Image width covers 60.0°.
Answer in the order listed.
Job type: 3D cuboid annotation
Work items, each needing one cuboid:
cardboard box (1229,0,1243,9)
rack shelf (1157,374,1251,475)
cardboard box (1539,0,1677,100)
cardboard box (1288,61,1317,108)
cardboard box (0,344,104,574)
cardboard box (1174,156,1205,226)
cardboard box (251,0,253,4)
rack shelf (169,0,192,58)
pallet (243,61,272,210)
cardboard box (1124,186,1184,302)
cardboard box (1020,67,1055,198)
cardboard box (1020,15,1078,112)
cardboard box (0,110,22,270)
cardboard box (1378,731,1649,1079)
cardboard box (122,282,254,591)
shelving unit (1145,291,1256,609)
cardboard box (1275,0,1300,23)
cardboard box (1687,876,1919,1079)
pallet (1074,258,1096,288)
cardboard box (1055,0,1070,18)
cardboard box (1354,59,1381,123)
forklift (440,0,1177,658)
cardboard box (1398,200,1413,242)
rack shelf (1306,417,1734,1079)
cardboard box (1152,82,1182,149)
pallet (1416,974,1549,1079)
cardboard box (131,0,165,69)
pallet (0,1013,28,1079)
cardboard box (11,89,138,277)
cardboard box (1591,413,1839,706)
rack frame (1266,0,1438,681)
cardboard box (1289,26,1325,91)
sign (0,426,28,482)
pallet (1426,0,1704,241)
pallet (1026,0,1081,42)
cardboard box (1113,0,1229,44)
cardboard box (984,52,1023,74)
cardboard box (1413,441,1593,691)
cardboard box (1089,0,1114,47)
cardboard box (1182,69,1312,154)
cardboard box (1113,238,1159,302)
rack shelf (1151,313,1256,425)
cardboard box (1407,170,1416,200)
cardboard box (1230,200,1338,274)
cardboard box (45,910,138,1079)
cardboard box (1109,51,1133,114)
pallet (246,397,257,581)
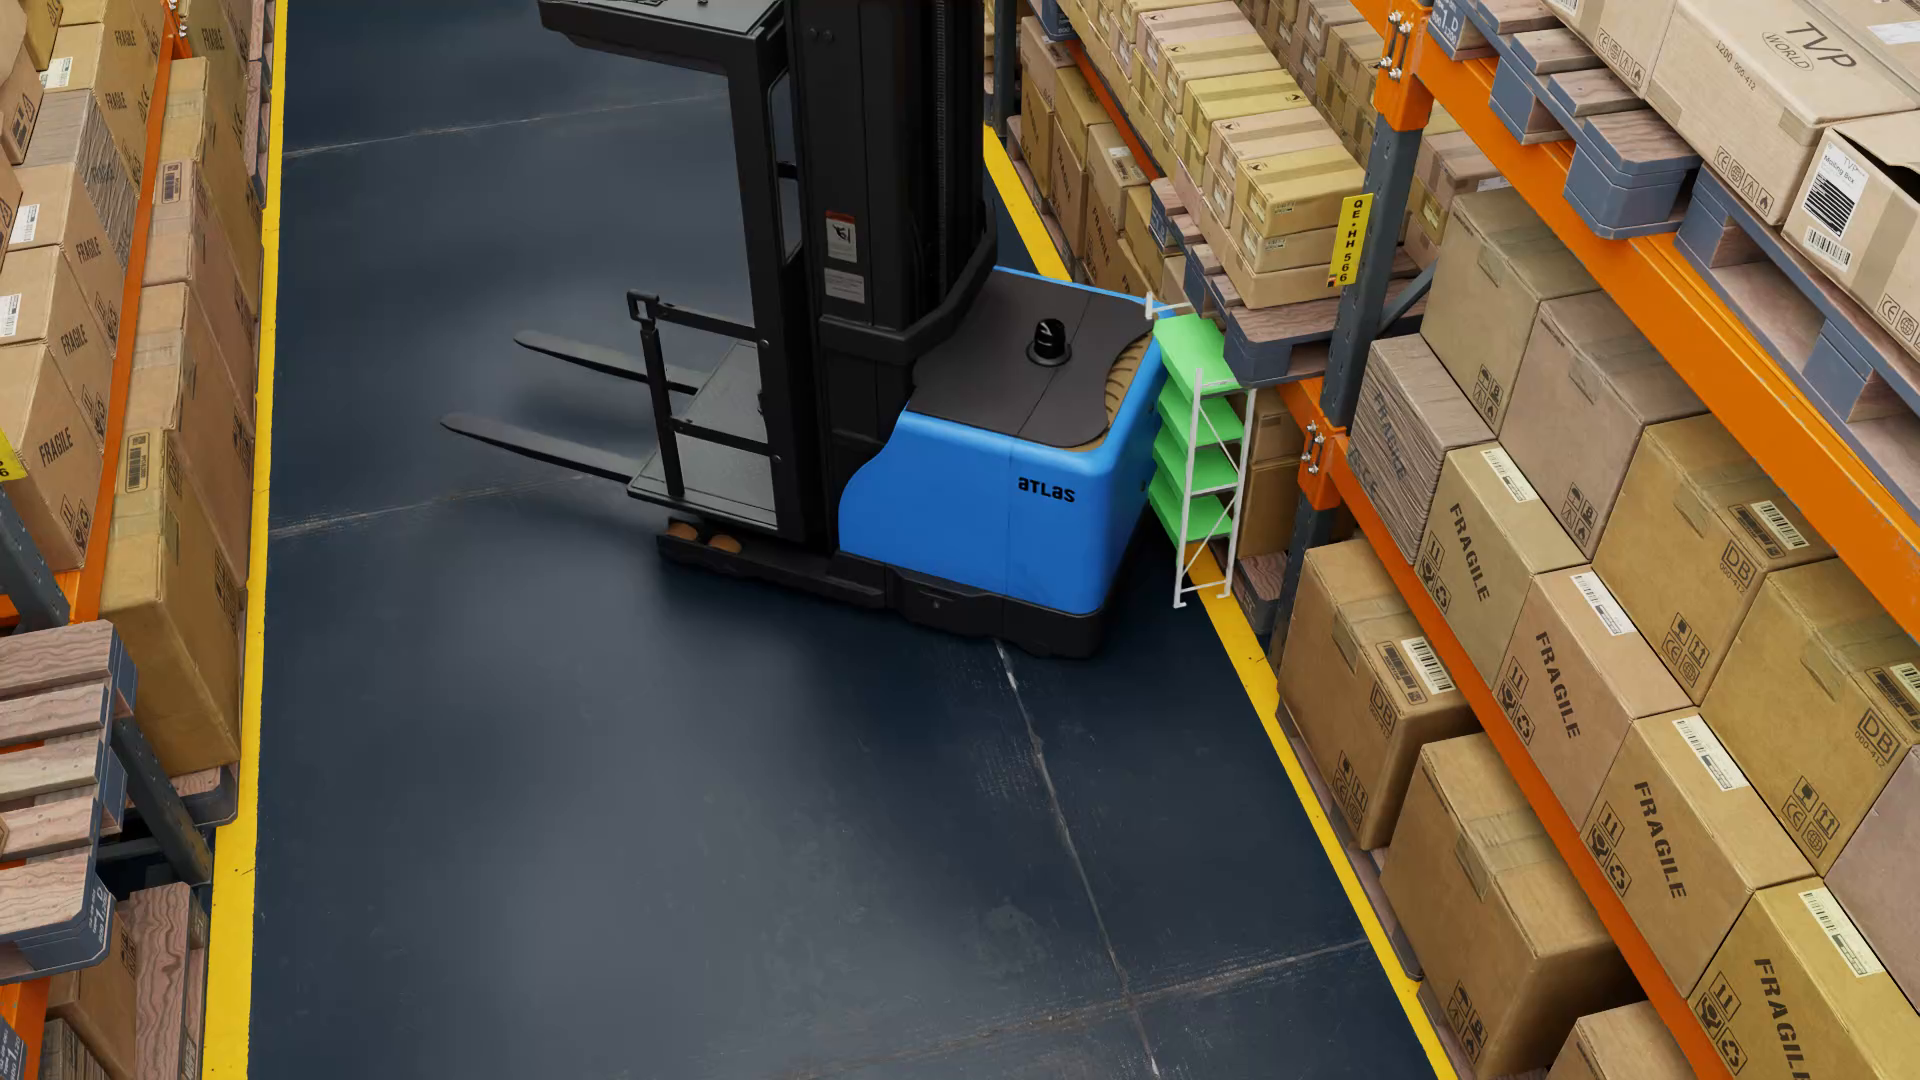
[{"bbox_3d":[1.309,-2.316,7.052,0.380,0.149,0.250,-9,46,-9],"label":"cardboard box"},{"bbox_3d":[0.893,-0.479,6.367,0.258,0.148,0.480,-12,44,-11],"label":"rack shelf"},{"bbox_3d":[1.676,-1.292,3.765,0.500,0.311,0.500,-11,47,-10],"label":"cardboard box"},{"bbox_3d":[1.505,-1.777,6.524,0.380,0.149,0.250,-9,46,-9],"label":"cardboard box"},{"bbox_3d":[-2.978,-0.215,5.041,0.500,0.500,0.500,-9,46,-9],"label":"cardboard box"},{"bbox_3d":[1.005,-1.297,6.053,0.380,0.149,0.250,-10,46,-10],"label":"cardboard box"},{"bbox_3d":[-4.691,-3.666,9.687,0.875,0.875,0.875,-11,47,-10],"label":"cardboard box"},{"bbox_3d":[-4.653,-3.685,9.016,1.077,0.370,4.000,-11,47,-10],"label":"rack shelf"},{"bbox_3d":[-4.260,-2.120,8.930,1.003,0.211,1.213,-11,47,-10],"label":"pallet"},{"bbox_3d":[1.021,-1.291,7.097,0.500,0.250,0.500,-10,46,-9],"label":"cardboard box"},{"bbox_3d":[0.613,-2.107,8.421,0.500,0.500,0.500,-9,46,-9],"label":"cardboard box"},{"bbox_3d":[0.614,-2.369,8.154,0.500,0.250,0.500,-13,47,-12],"label":"cardboard box"},{"bbox_3d":[-3.452,-1.139,5.244,0.797,0.503,0.637,-10,46,-9],"label":"cardboard box"},{"bbox_3d":[2.000,1.049,5.154,1.050,0.750,0.750,-10,46,-10],"label":"cardboard box"},{"bbox_3d":[-3.494,-0.295,6.383,1.225,0.875,0.875,-11,47,-10],"label":"cardboard box"},{"bbox_3d":[0.897,-0.351,6.488,0.258,1.200,0.503,-12,44,-11],"label":"shelving unit"},{"bbox_3d":[1.435,-2.161,6.483,0.380,0.149,0.250,-9,46,-9],"label":"cardboard box"},{"bbox_3d":[2.077,1.086,3.766,0.500,0.500,0.500,-10,46,-10],"label":"cardboard box"},{"bbox_3d":[1.196,-1.036,7.868,1.003,0.211,1.213,-11,47,-10],"label":"pallet"},{"bbox_3d":[0.602,-2.384,7.118,0.380,0.149,0.250,-13,47,-12],"label":"cardboard box"},{"bbox_3d":[1.643,-1.609,5.942,0.380,0.149,0.250,-11,47,-11],"label":"cardboard box"},{"bbox_3d":[-0.717,-1.224,6.148,3.031,2.935,1.130,15,47,14],"label":"forklift"},{"bbox_3d":[1.716,-1.222,5.980,0.380,0.149,0.250,-9,46,-8],"label":"cardboard box"},{"bbox_3d":[2.216,1.001,4.423,1.077,0.370,4.000,-11,47,-10],"label":"rack shelf"},{"bbox_3d":[0.934,-1.591,6.133,0.380,0.149,0.250,-11,47,-10],"label":"cardboard box"},{"bbox_3d":[2.142,1.743,5.145,1.003,0.211,1.213,-11,47,-10],"label":"pallet"},{"bbox_3d":[-3.757,-2.318,7.102,0.500,0.500,0.500,-11,47,-10],"label":"cardboard box"},{"bbox_3d":[-2.570,1.632,3.436,1.003,0.211,1.213,-11,47,-10],"label":"pallet"},{"bbox_3d":[-3.373,-1.269,6.074,0.500,0.500,0.500,-11,47,-10],"label":"cardboard box"},{"bbox_3d":[2.073,-0.002,4.133,0.700,0.500,0.500,-11,47,-11],"label":"cardboard box"},{"bbox_3d":[1.704,-0.632,5.520,1.000,3.000,0.127,-11,47,-10],"label":"rack frame"},{"bbox_3d":[1.503,-1.882,6.419,0.380,0.149,0.250,-11,47,-10],"label":"cardboard box"},{"bbox_3d":[-2.595,-0.278,4.418,0.100,0.325,0.005,-11,47,-10],"label":"sign"},{"bbox_3d":[1.920,-1.181,4.090,1.213,0.211,1.003,-9,46,-8],"label":"pallet"},{"bbox_3d":[0.735,-2.772,7.751,1.003,0.211,1.213,-11,47,-10],"label":"pallet"},{"bbox_3d":[0.806,-2.047,6.372,0.380,0.149,0.250,-9,46,-8],"label":"cardboard box"},{"bbox_3d":[0.250,-2.751,9.299,0.380,0.149,0.250,-10,46,-10],"label":"cardboard box"},{"bbox_3d":[1.691,0.043,4.788,0.500,0.500,0.500,-11,47,-11],"label":"cardboard box"},{"bbox_3d":[0.738,-2.121,6.653,0.380,0.149,0.250,-12,47,-11],"label":"cardboard box"},{"bbox_3d":[1.006,-1.508,5.844,0.380,0.149,0.250,-9,46,-9],"label":"cardboard box"},{"bbox_3d":[1.002,-1.032,7.368,0.500,0.500,0.500,-13,47,-12],"label":"cardboard box"},{"bbox_3d":[0.889,-0.654,6.203,0.258,0.148,0.480,-12,44,-11],"label":"rack shelf"},{"bbox_3d":[1.703,-1.352,5.899,0.380,0.149,0.250,-9,46,-8],"label":"cardboard box"},{"bbox_3d":[1.137,-1.053,5.606,0.380,0.149,0.250,-10,46,-9],"label":"cardboard box"},{"bbox_3d":[-2.926,1.385,4.985,0.700,0.500,0.500,-13,47,-12],"label":"cardboard box"},{"bbox_3d":[0.810,-1.834,6.580,0.380,0.149,0.250,-9,46,-9],"label":"cardboard box"},{"bbox_3d":[-3.555,-0.217,7.066,1.003,0.211,1.213,-11,47,-10],"label":"pallet"}]
